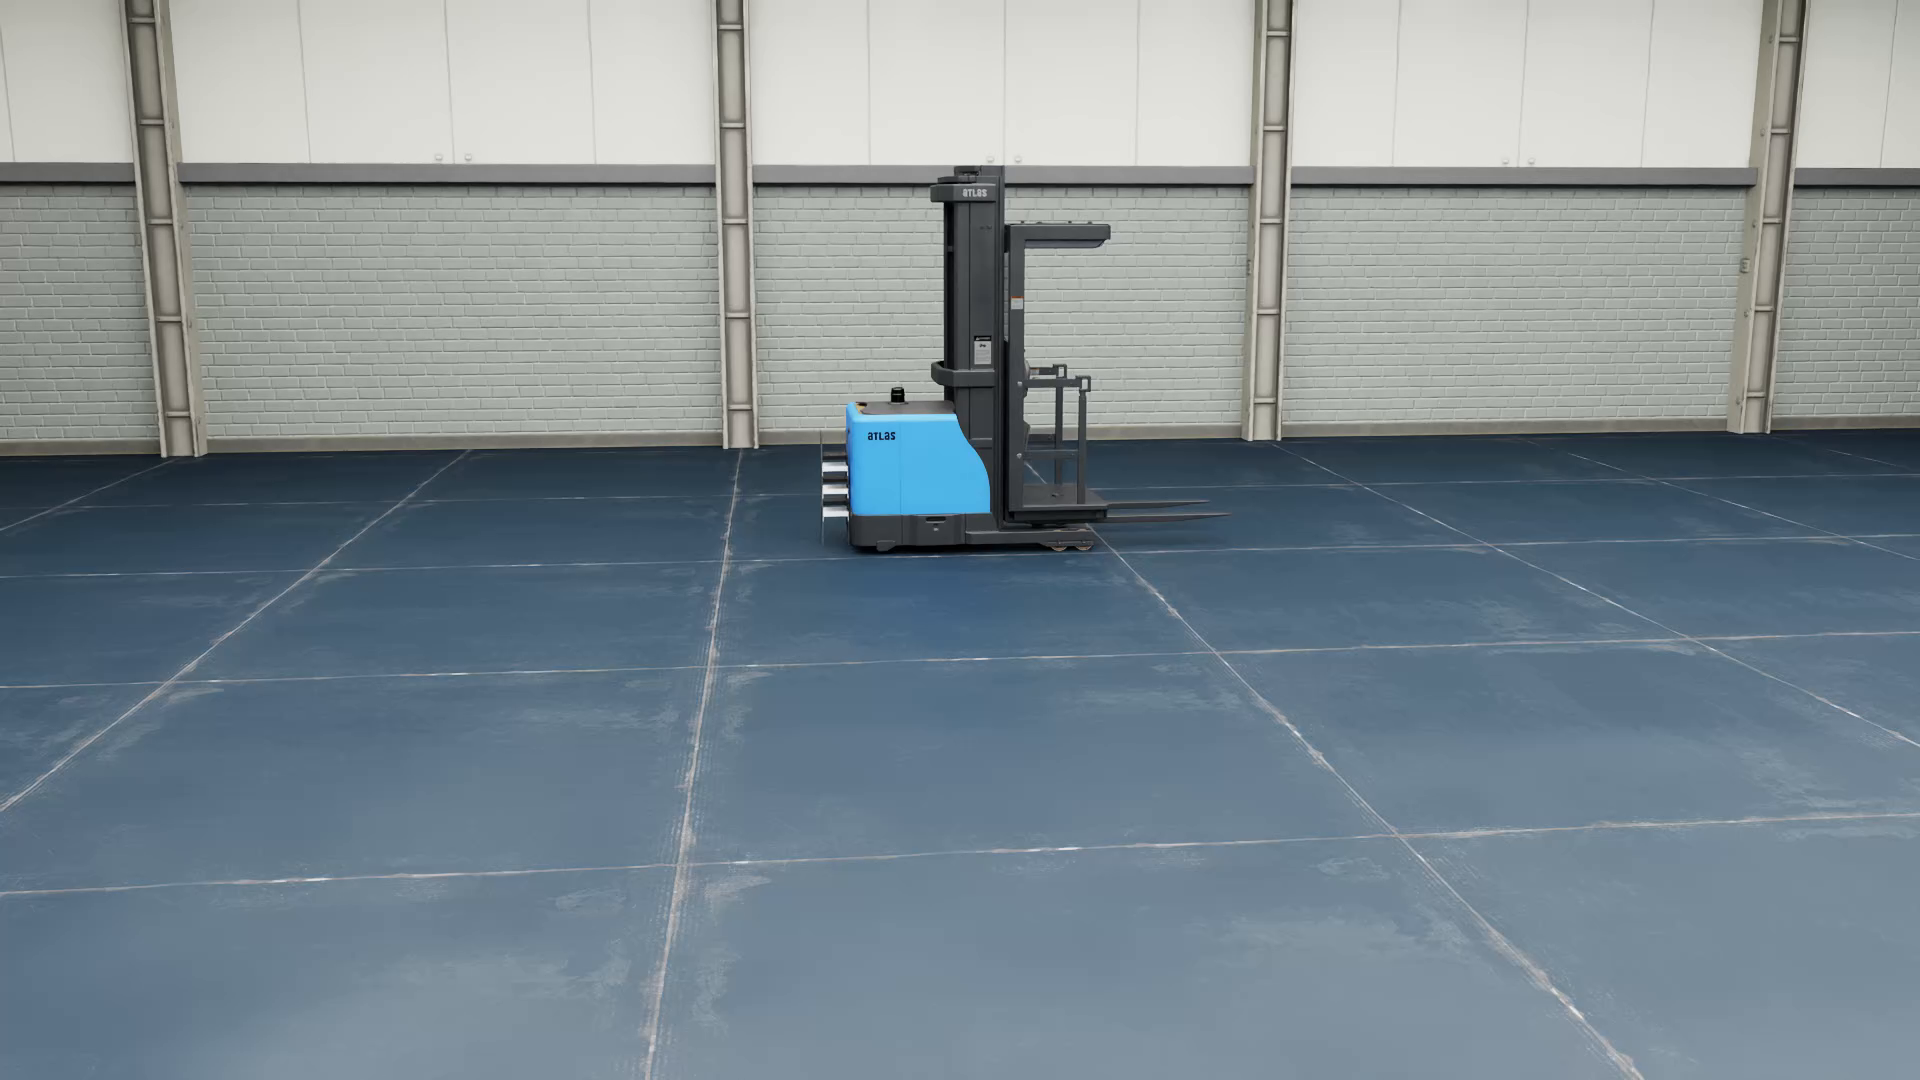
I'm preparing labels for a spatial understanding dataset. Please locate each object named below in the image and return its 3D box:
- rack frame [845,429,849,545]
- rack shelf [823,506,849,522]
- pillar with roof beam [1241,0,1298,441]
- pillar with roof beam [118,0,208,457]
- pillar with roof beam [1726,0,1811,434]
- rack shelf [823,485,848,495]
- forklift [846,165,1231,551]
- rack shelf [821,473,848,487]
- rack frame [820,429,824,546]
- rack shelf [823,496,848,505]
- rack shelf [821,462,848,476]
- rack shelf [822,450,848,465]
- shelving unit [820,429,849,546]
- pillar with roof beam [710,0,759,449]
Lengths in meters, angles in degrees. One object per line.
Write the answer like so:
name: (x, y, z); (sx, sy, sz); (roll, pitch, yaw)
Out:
rack frame: (-0.892, -0.420, 13.174); (0.006, 0.900, 0.240); (-1, 11, -7)
rack shelf: (-0.993, -0.209, 13.203); (0.200, 0.077, 0.258); (-1, 11, -7)
pillar with roof beam: (3.967, -4.767, 14.286); (0.400, 9.000, 9.100); (-1, 11, -6)
pillar with roof beam: (-7.963, -4.517, 13.014); (0.400, 9.000, 9.100); (-1, 11, -6)
pillar with roof beam: (9.932, -4.892, 14.921); (0.400, 9.000, 9.100); (-1, 11, -6)
rack shelf: (-0.993, -0.385, 13.168); (0.200, 0.077, 0.258); (-1, 11, -7)
forklift: (0.618, -1.453, 13.160); (3.031, 2.935, 1.130); (-1, 11, -7)
rack shelf: (-0.993, -0.474, 13.151); (0.200, 0.077, 0.258); (-1, 11, -7)
rack frame: (-1.093, -0.416, 13.149); (0.006, 0.900, 0.240); (-1, 11, -7)
rack shelf: (-0.993, -0.297, 13.185); (0.200, 0.077, 0.258); (-1, 11, -7)
rack shelf: (-0.993, -0.562, 13.133); (0.200, 0.077, 0.258); (-1, 11, -7)
rack shelf: (-0.993, -0.650, 13.116); (0.200, 0.077, 0.258); (-1, 11, -7)
shelving unit: (-0.993, -0.418, 13.162); (0.210, 0.900, 0.258); (-1, 11, -7)
pillar with roof beam: (-1.998, -4.642, 13.650); (0.400, 9.000, 9.100); (-1, 11, -6)
